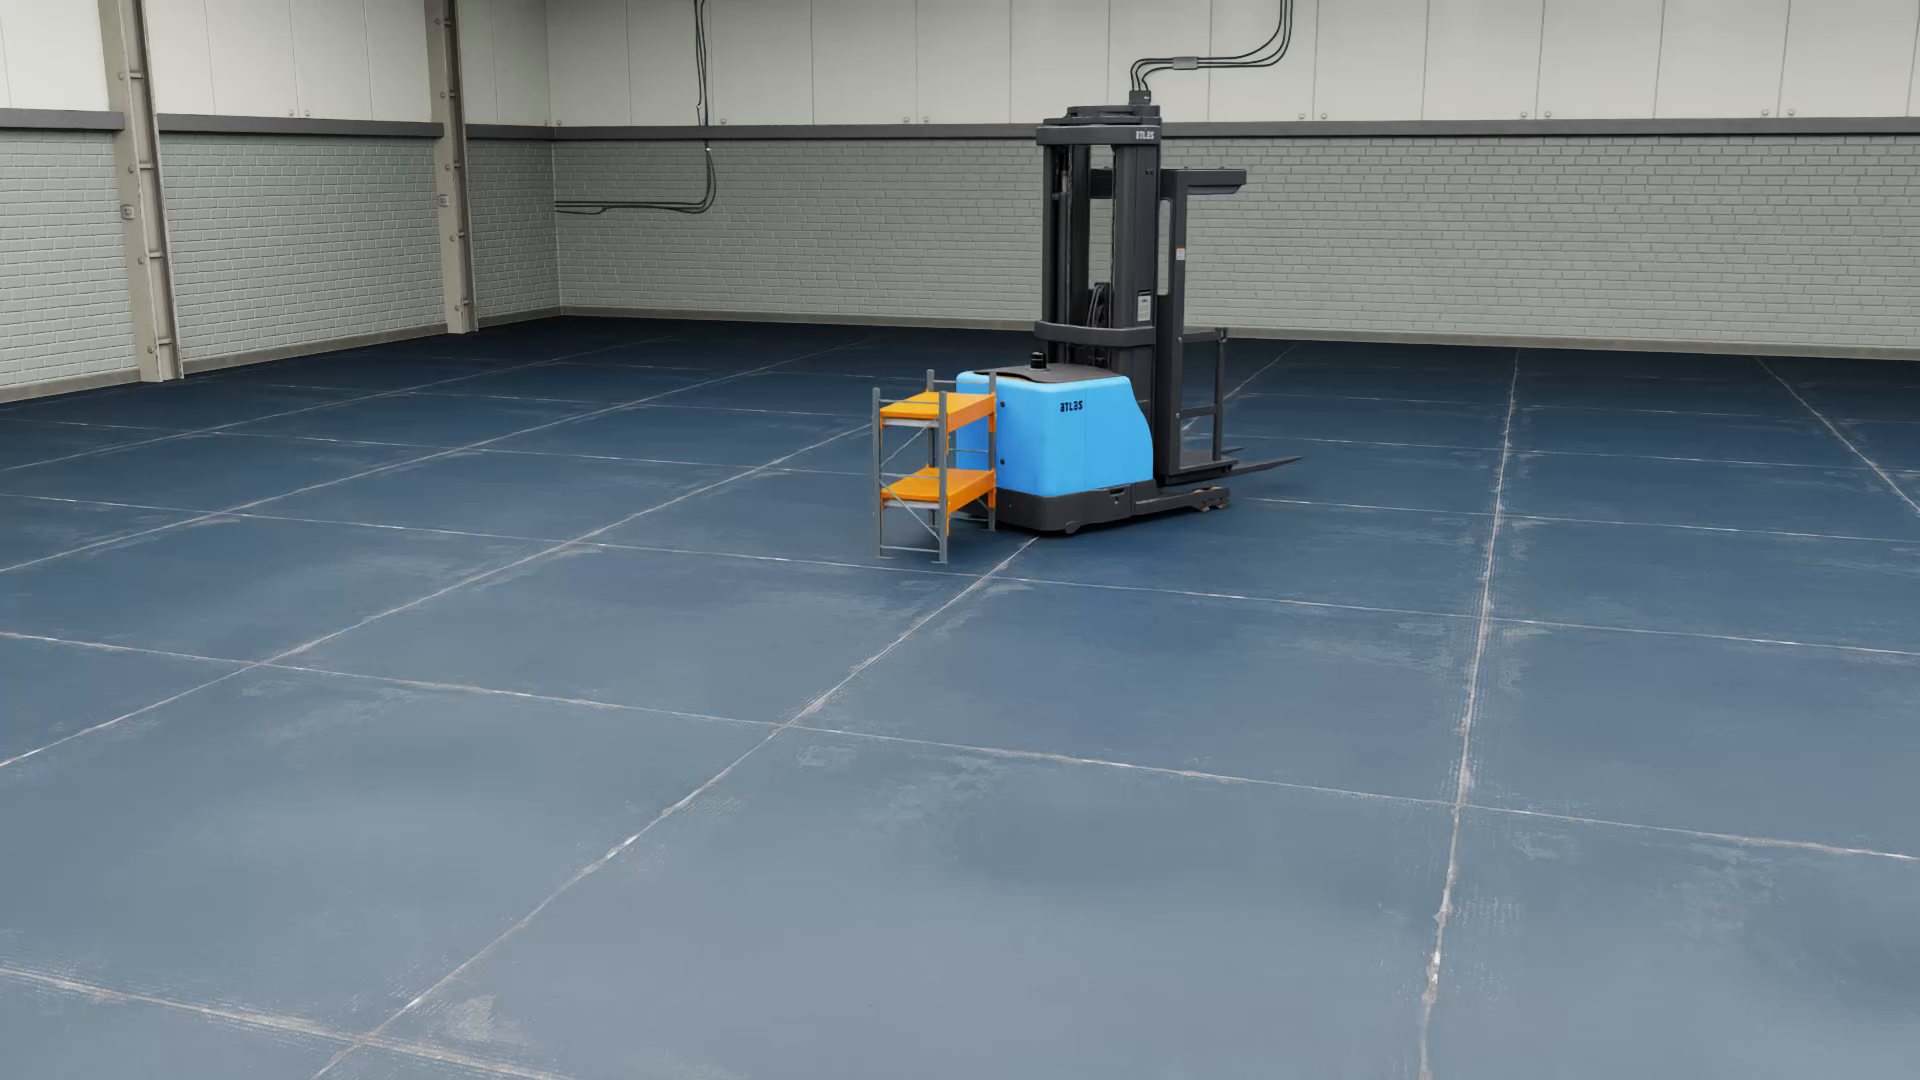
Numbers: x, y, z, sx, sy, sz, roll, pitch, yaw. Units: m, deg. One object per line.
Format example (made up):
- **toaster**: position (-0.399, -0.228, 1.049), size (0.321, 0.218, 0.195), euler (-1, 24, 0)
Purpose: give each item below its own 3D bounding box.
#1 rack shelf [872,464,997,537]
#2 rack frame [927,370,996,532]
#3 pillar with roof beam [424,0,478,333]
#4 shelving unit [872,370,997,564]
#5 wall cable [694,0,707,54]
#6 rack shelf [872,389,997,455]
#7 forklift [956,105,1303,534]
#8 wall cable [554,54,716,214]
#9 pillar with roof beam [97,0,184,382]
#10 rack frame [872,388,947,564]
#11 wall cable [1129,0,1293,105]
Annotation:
- **rack shelf**: position (-0.157, -0.280, 11.285), size (0.538, 0.278, 1.000), euler (4, 14, 19)
- **rack frame**: position (0.010, -0.625, 11.699), size (0.500, 1.125, 0.032), euler (4, 14, 19)
- **pillar with roof beam**: position (-3.537, -7.261, 23.077), size (9.100, 9.000, 0.400), euler (4, 14, 18)
- **shelving unit**: position (-0.157, -0.518, 11.231), size (0.538, 1.125, 1.048), euler (4, 14, 19)
- **wall cable**: position (-2.847, -8.850, 25.666), size (3.097, 2.526, 0.112), euler (4, 14, 18)
- **rack shelf**: position (-0.157, -0.804, 11.166), size (0.538, 0.278, 1.000), euler (4, 14, 19)
- **forklift**: position (1.404, -1.718, 12.430), size (3.031, 2.935, 1.130), euler (-11, 17, -39)
- **wall cable**: position (-5.406, -6.582, 27.081), size (3.097, 2.526, 0.112), euler (4, 14, 18)
- **pillar with roof beam**: position (-5.479, -5.998, 17.542), size (9.100, 9.000, 0.400), euler (4, 14, 18)
- **rack frame**: position (-0.324, -0.411, 10.763), size (0.500, 1.125, 0.032), euler (4, 14, 19)
- **wall cable**: position (3.571, -9.067, 23.348), size (2.305, 6.003, 0.169), euler (4, 14, 18)
